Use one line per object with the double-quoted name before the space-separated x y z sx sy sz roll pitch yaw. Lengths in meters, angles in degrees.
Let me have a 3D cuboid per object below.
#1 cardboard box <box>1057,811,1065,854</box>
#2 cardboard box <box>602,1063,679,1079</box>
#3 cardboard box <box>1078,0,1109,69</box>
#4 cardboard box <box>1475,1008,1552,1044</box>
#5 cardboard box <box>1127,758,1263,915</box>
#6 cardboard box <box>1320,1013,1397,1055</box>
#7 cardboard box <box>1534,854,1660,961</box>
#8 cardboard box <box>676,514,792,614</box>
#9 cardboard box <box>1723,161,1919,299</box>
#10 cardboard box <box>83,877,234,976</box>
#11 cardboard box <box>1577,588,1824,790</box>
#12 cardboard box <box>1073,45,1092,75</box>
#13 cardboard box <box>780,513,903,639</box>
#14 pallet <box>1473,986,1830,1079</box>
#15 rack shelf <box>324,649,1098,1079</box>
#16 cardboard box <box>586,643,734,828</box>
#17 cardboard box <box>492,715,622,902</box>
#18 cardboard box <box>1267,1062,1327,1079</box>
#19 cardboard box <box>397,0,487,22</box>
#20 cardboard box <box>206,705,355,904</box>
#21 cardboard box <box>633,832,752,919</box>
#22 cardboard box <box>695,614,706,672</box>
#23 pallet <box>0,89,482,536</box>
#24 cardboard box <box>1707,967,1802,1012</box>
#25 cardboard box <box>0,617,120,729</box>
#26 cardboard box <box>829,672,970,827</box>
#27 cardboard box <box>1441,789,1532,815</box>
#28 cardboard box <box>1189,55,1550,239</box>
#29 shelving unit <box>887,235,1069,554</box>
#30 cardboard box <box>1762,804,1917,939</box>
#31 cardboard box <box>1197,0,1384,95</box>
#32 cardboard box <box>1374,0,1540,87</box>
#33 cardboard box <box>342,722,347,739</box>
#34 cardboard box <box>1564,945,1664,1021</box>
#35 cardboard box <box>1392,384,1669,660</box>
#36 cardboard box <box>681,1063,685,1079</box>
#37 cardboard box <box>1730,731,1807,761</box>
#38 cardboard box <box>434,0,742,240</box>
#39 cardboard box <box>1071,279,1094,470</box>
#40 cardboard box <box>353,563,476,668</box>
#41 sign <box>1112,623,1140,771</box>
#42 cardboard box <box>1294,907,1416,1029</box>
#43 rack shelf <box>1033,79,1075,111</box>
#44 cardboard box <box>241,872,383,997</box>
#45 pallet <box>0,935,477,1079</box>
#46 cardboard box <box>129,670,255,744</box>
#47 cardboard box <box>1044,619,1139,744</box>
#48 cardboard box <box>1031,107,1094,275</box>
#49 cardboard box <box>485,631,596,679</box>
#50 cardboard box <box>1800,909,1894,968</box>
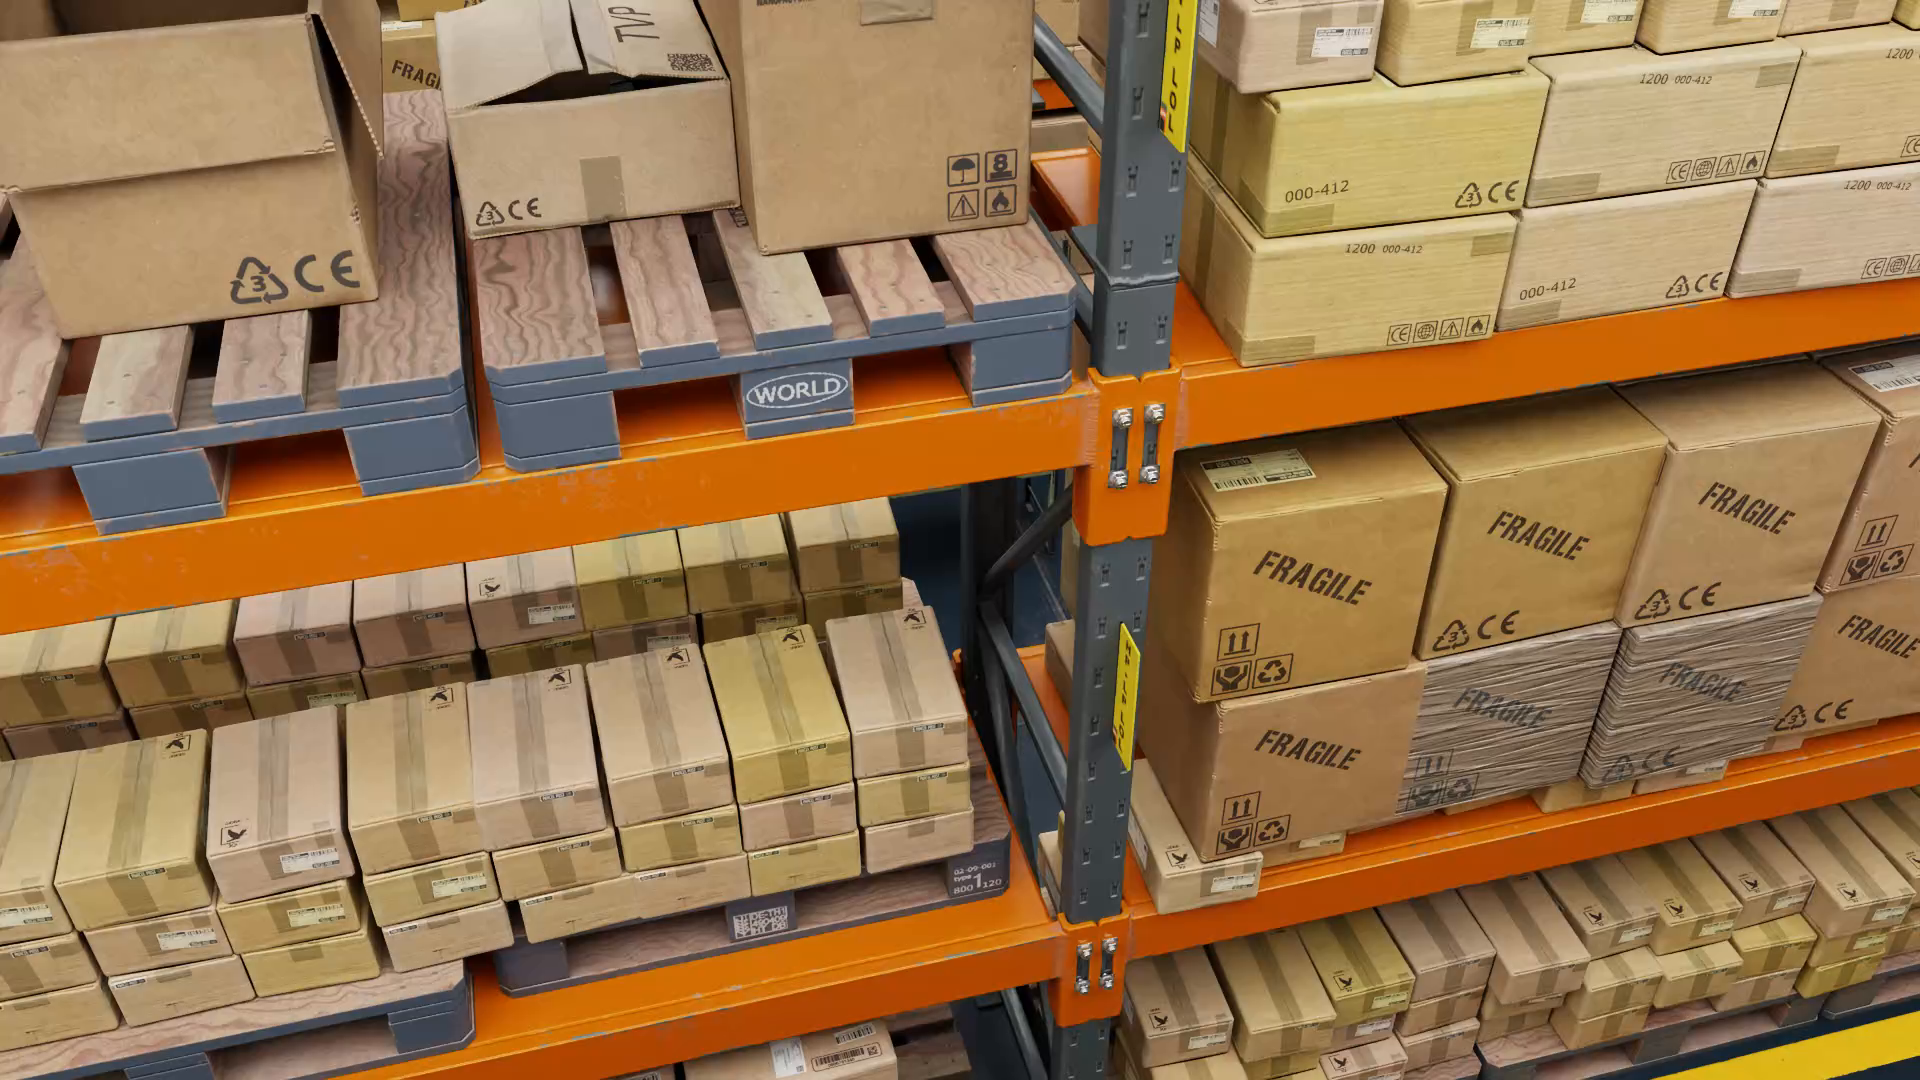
"cardboard box" 0.467 0.979 5.012 0.250 0.149 0.380 -8 38 -11
"cardboard box" -0.962 1.327 4.141 0.500 0.250 0.500 -8 38 -10
"cardboard box" 0.570 -1.093 3.454 0.500 0.250 0.500 -11 39 -14
"cardboard box" 1.592 1.311 5.068 0.250 0.149 0.380 -11 39 -14
"cardboard box" 0.550 0.706 4.065 0.250 0.149 0.380 -8 38 -10
"cardboard box" 1.071 1.284 4.858 0.250 0.149 0.380 -10 38 -12
"cardboard box" 1.845 1.039 4.934 0.250 0.149 0.380 -11 39 -14
"cardboard box" -0.577 -0.004 4.157 0.250 0.149 0.380 -8 38 -11
"cardboard box" 1.696 -0.747 3.412 0.500 0.250 0.500 -8 38 -10
"cardboard box" -1.649 0.699 3.484 0.250 0.149 0.380 -8 38 -10
"cardboard box" 1.706 0.229 4.154 0.500 0.500 0.500 -10 39 -13
"cardboard box" 0.619 -2.424 8.156 0.250 0.149 0.380 -9 38 -11
"cardboard box" -0.309 0.067 4.310 0.250 0.149 0.380 -9 38 -11
"pallet" 2.010 1.244 5.450 1.213 0.211 1.003 -9 38 -12
"rack shelf" -1.740 1.062 3.985 4.000 0.370 1.077 -9 38 -12
"cardboard box" -0.655 0.417 3.608 0.250 0.149 0.380 -11 39 -13
"cardboard box" -0.899 0.579 3.641 0.250 0.149 0.380 -11 39 -13
"cardboard box" 0.883 1.513 4.804 0.250 0.149 0.380 -8 38 -11
"cardboard box" -2.285 -2.696 7.398 0.637 0.503 0.797 -9 38 -11
"cardboard box" -1.404 0.540 3.447 0.250 0.149 0.380 -11 39 -14
"cardboard box" -0.633 0.651 3.791 0.250 0.149 0.380 -9 38 -12
"cardboard box" -0.575 0.232 4.339 0.250 0.149 0.380 -9 38 -11
"pallet" -1.433 -0.456 3.063 1.003 0.211 1.213 -9 38 -12
"cardboard box" 2.365 1.244 5.156 0.250 0.149 0.380 -9 38 -11
"cardboard box" -2.068 0.240 3.840 0.250 0.149 0.380 -8 38 -10
"cardboard box" -0.142 0.453 3.805 0.250 0.149 0.380 -8 38 -11
"cardboard box" 1.287 0.509 4.323 0.250 0.149 0.380 -11 39 -14
"cardboard box" 0.718 -0.807 3.079 0.500 0.250 0.500 -8 38 -10
"shelving unit" -0.006 -0.595 6.793 0.755 1.500 0.431 -9 38 -12
"cardboard box" 2.622 0.988 5.001 0.250 0.149 0.380 -8 38 -10
"cardboard box" 0.535 -0.933 2.917 0.250 0.149 0.380 -10 39 -13
"cardboard box" 0.807 -0.957 2.947 0.250 0.149 0.380 -11 39 -14
"cardboard box" -1.569 0.395 4.126 0.250 0.149 0.380 -10 39 -13
"cardboard box" 1.864 1.211 4.954 0.250 0.149 0.380 -10 38 -12
"cardboard box" 1.187 -0.115 3.782 0.500 0.500 0.500 -10 39 -13
"cardboard box" -0.592 1.247 4.863 0.500 0.500 0.500 -8 38 -10
"cardboard box" 2.055 0.399 4.466 0.250 0.149 0.380 -8 38 -10
"cardboard box" -0.713 -0.847 3.148 0.500 0.311 0.500 -10 39 -13
"cardboard box" 0.574 -0.329 4.061 0.500 0.500 0.500 -11 39 -14
"cardboard box" -1.314 0.114 4.003 0.250 0.149 0.380 -10 38 -12
"sign" 0.339 0.324 3.404 0.005 0.325 0.100 -9 38 -12
"cardboard box" 1.090 1.178 4.753 0.250 0.149 0.380 -10 39 -13
"rack shelf" 0.926 -2.497 8.638 4.000 0.370 1.077 -9 38 -12
"cardboard box" -1.398 0.780 3.623 0.250 0.149 0.380 -8 38 -10
"pallet" -1.770 0.831 3.852 1.213 0.211 1.003 -9 38 -12
"cardboard box" -1.819 0.316 3.985 0.250 0.149 0.380 -10 39 -13
"cardboard box" 0.406 0.376 4.496 0.250 0.149 0.380 -10 38 -12
"cardboard box" 0.522 -1.989 8.785 0.875 0.875 0.875 -9 38 -12
"cardboard box" -1.059 0.192 4.147 0.250 0.149 0.380 -11 39 -14
"cardboard box" 2.620 1.097 5.103 0.250 0.149 0.380 -9 38 -11
